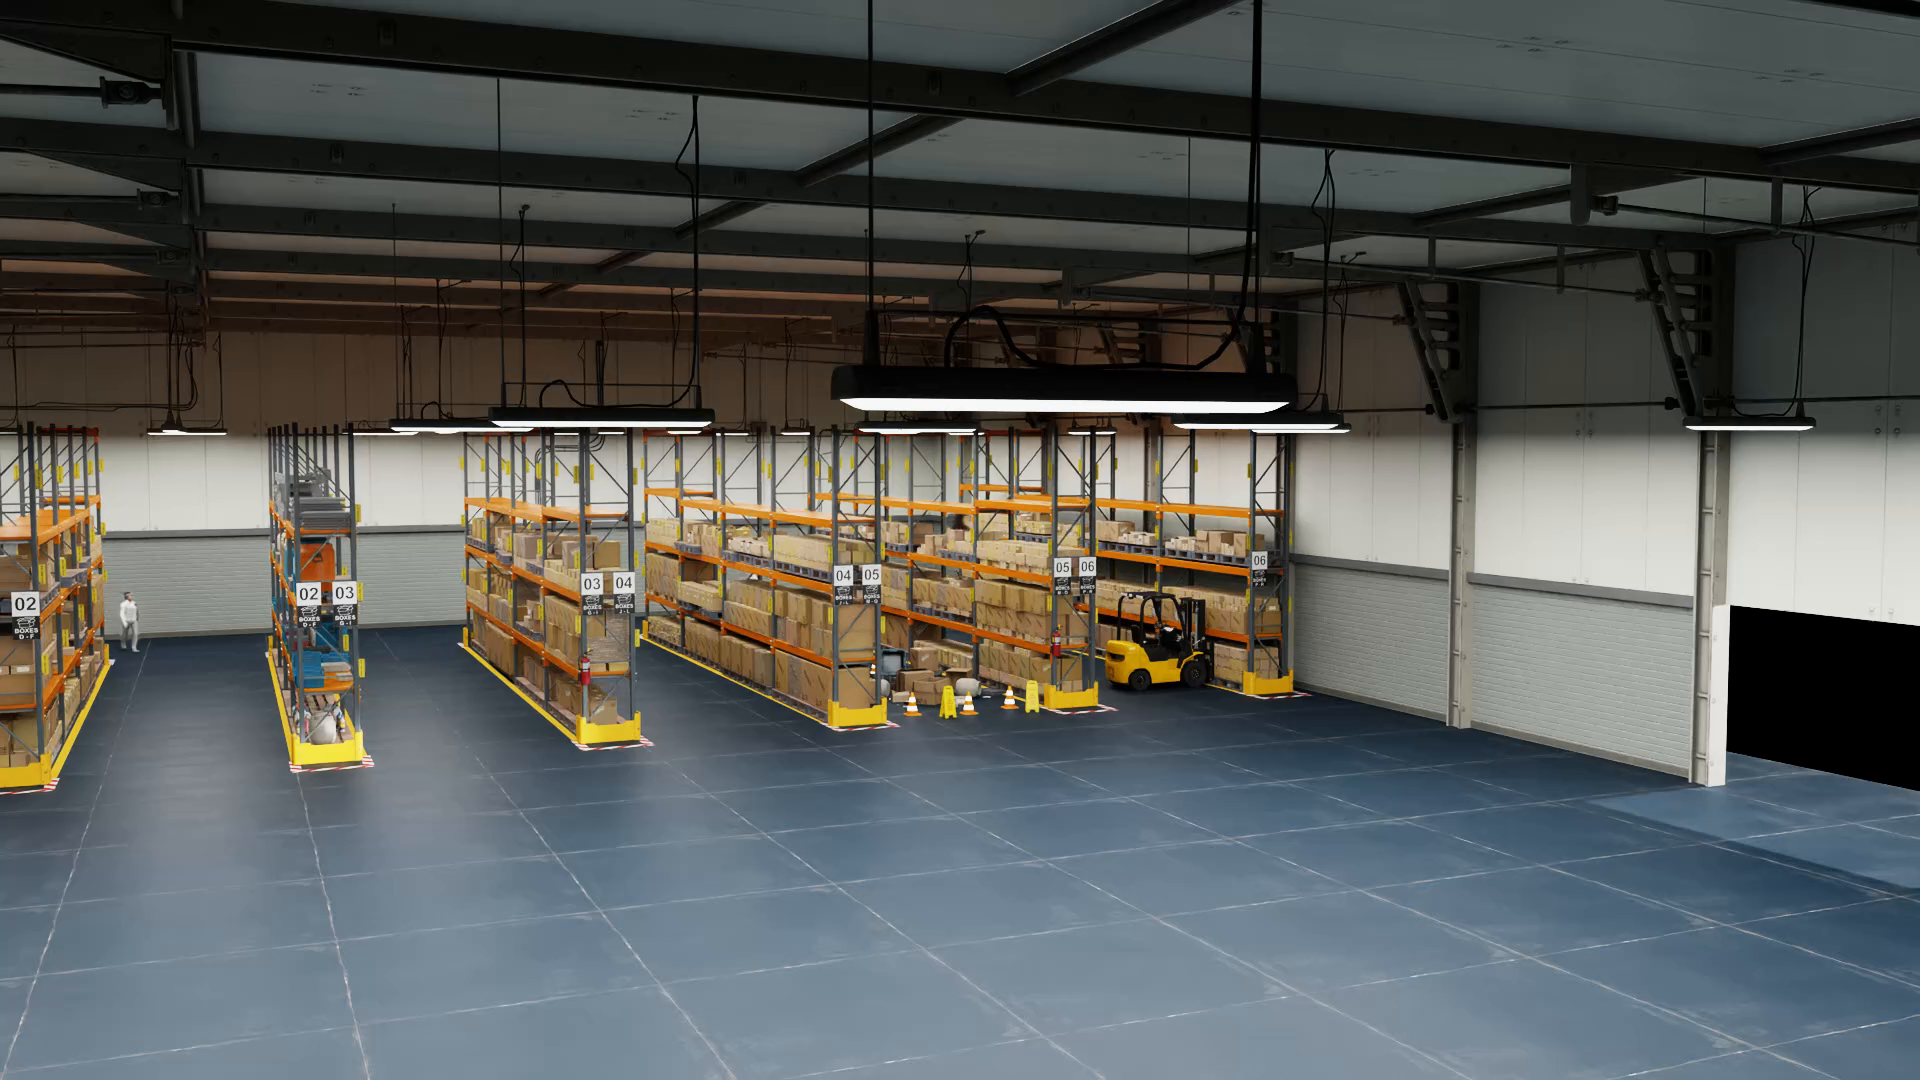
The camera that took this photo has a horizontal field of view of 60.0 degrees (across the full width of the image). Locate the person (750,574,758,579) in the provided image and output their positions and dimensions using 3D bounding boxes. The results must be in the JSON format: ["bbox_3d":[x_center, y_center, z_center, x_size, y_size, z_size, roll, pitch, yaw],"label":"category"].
[{"bbox_3d":[-6.290,1.674,51.880,1.016,1.713,0.674,1,4,10],"label":"person"}]

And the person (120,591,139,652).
[{"bbox_3d":[-22.284,2.173,44.567,0.464,1.628,0.913,-3,4,-38],"label":"person"}]
